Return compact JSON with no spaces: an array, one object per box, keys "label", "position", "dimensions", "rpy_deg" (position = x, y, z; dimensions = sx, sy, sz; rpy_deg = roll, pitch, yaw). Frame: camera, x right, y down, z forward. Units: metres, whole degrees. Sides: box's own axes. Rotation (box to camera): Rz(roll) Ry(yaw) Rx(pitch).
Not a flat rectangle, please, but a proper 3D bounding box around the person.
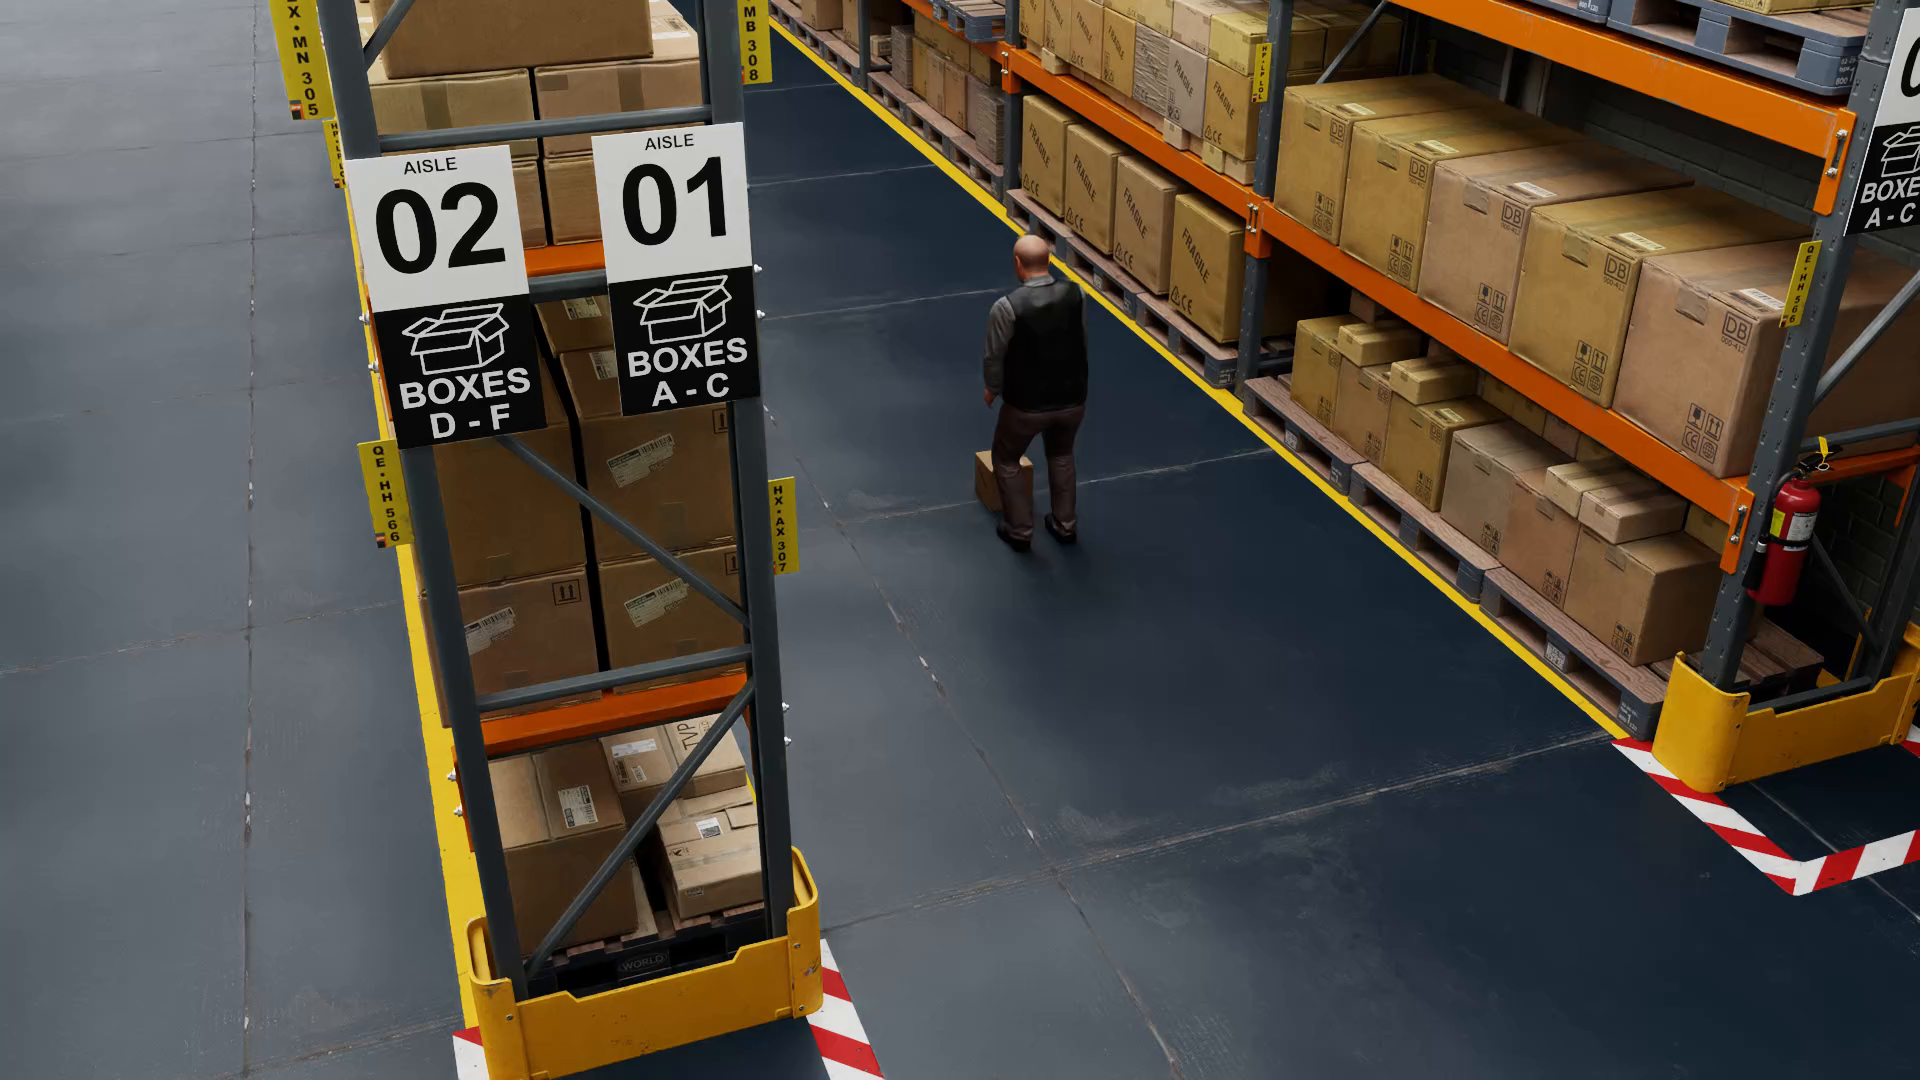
[{"label":"person","position":[0.385,-0.726,8.504],"dimensions":[0.563,1.658,0.420],"rpy_deg":[-10,31,-16]}]
